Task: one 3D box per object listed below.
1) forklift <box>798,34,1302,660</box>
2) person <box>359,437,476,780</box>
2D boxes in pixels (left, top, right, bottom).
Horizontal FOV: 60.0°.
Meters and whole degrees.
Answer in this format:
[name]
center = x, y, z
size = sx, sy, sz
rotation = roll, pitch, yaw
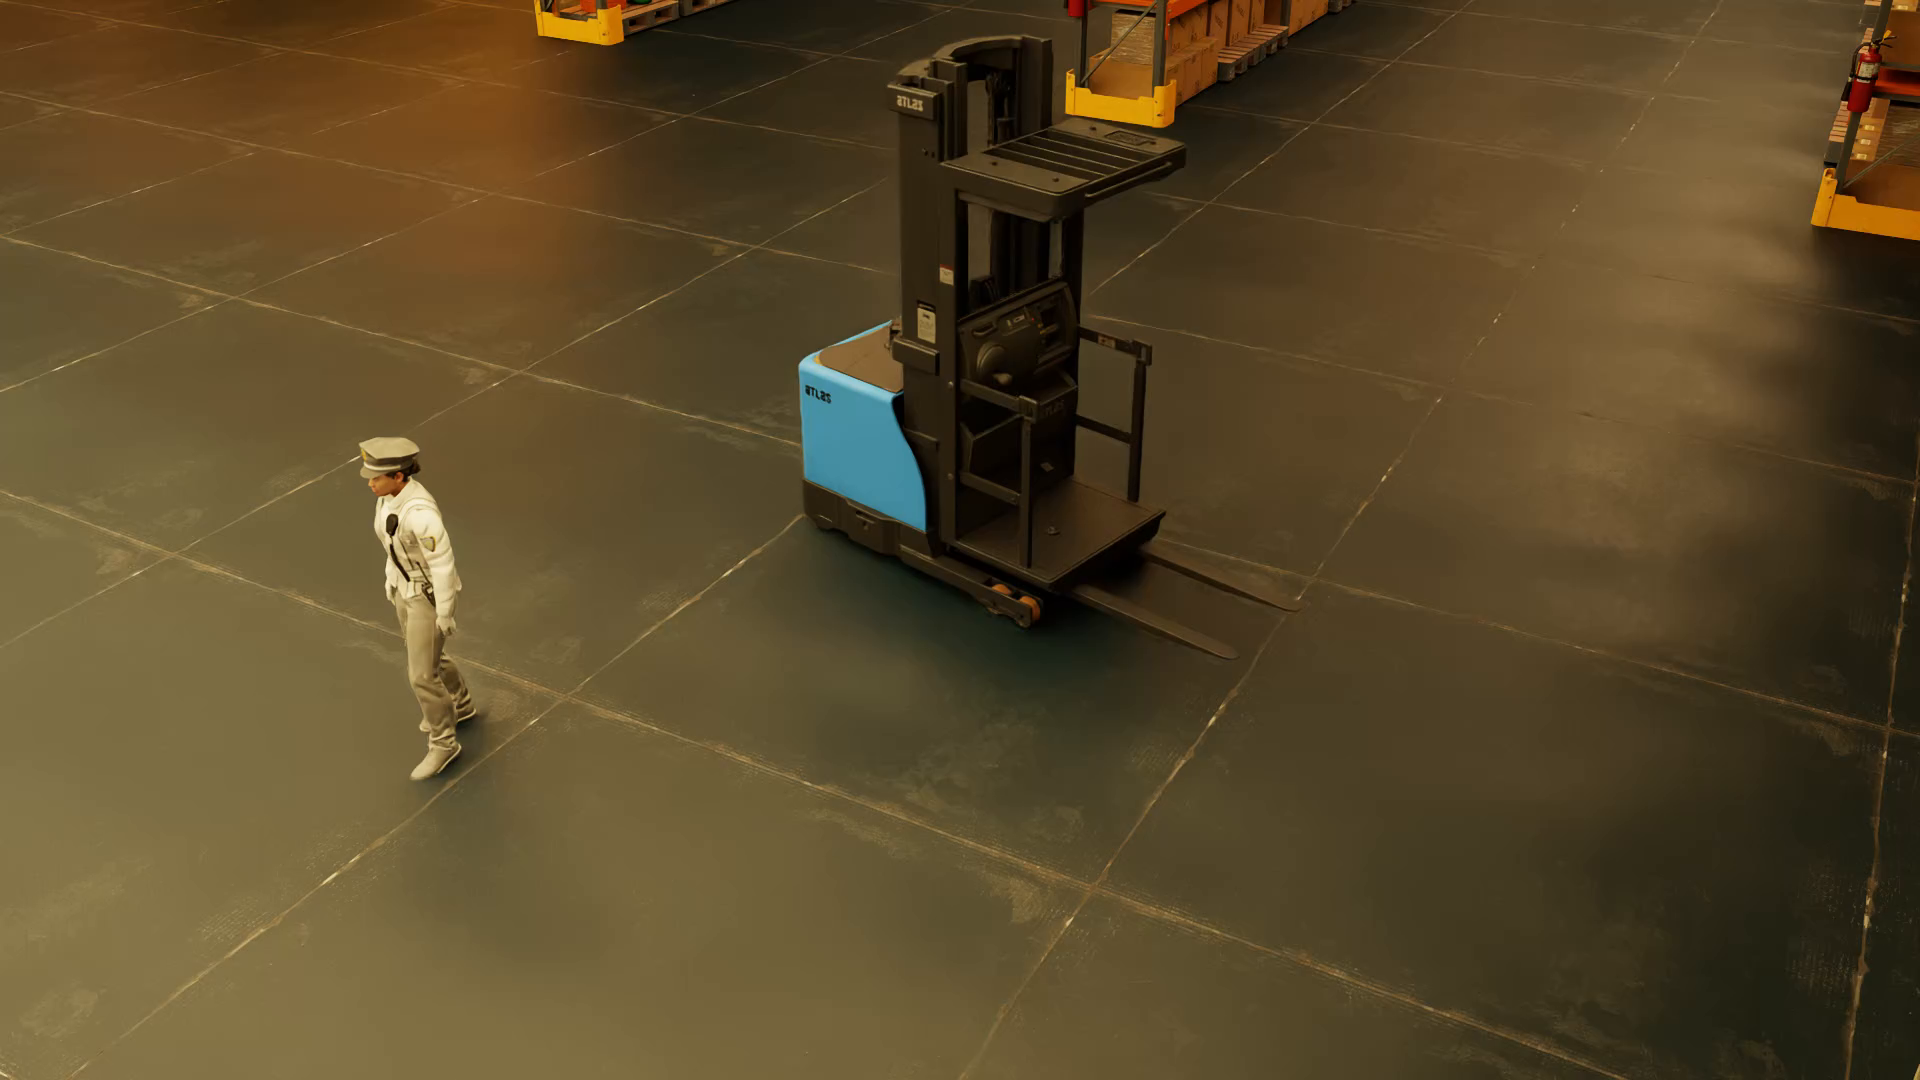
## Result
[forklift]
center = 0.480, -1.088, 8.956
size = 3.031, 2.935, 1.130
rotation = 24, 37, 35
[person]
center = -2.592, 0.286, 7.881
size = 0.458, 1.692, 0.560
rotation = -20, 35, -30
